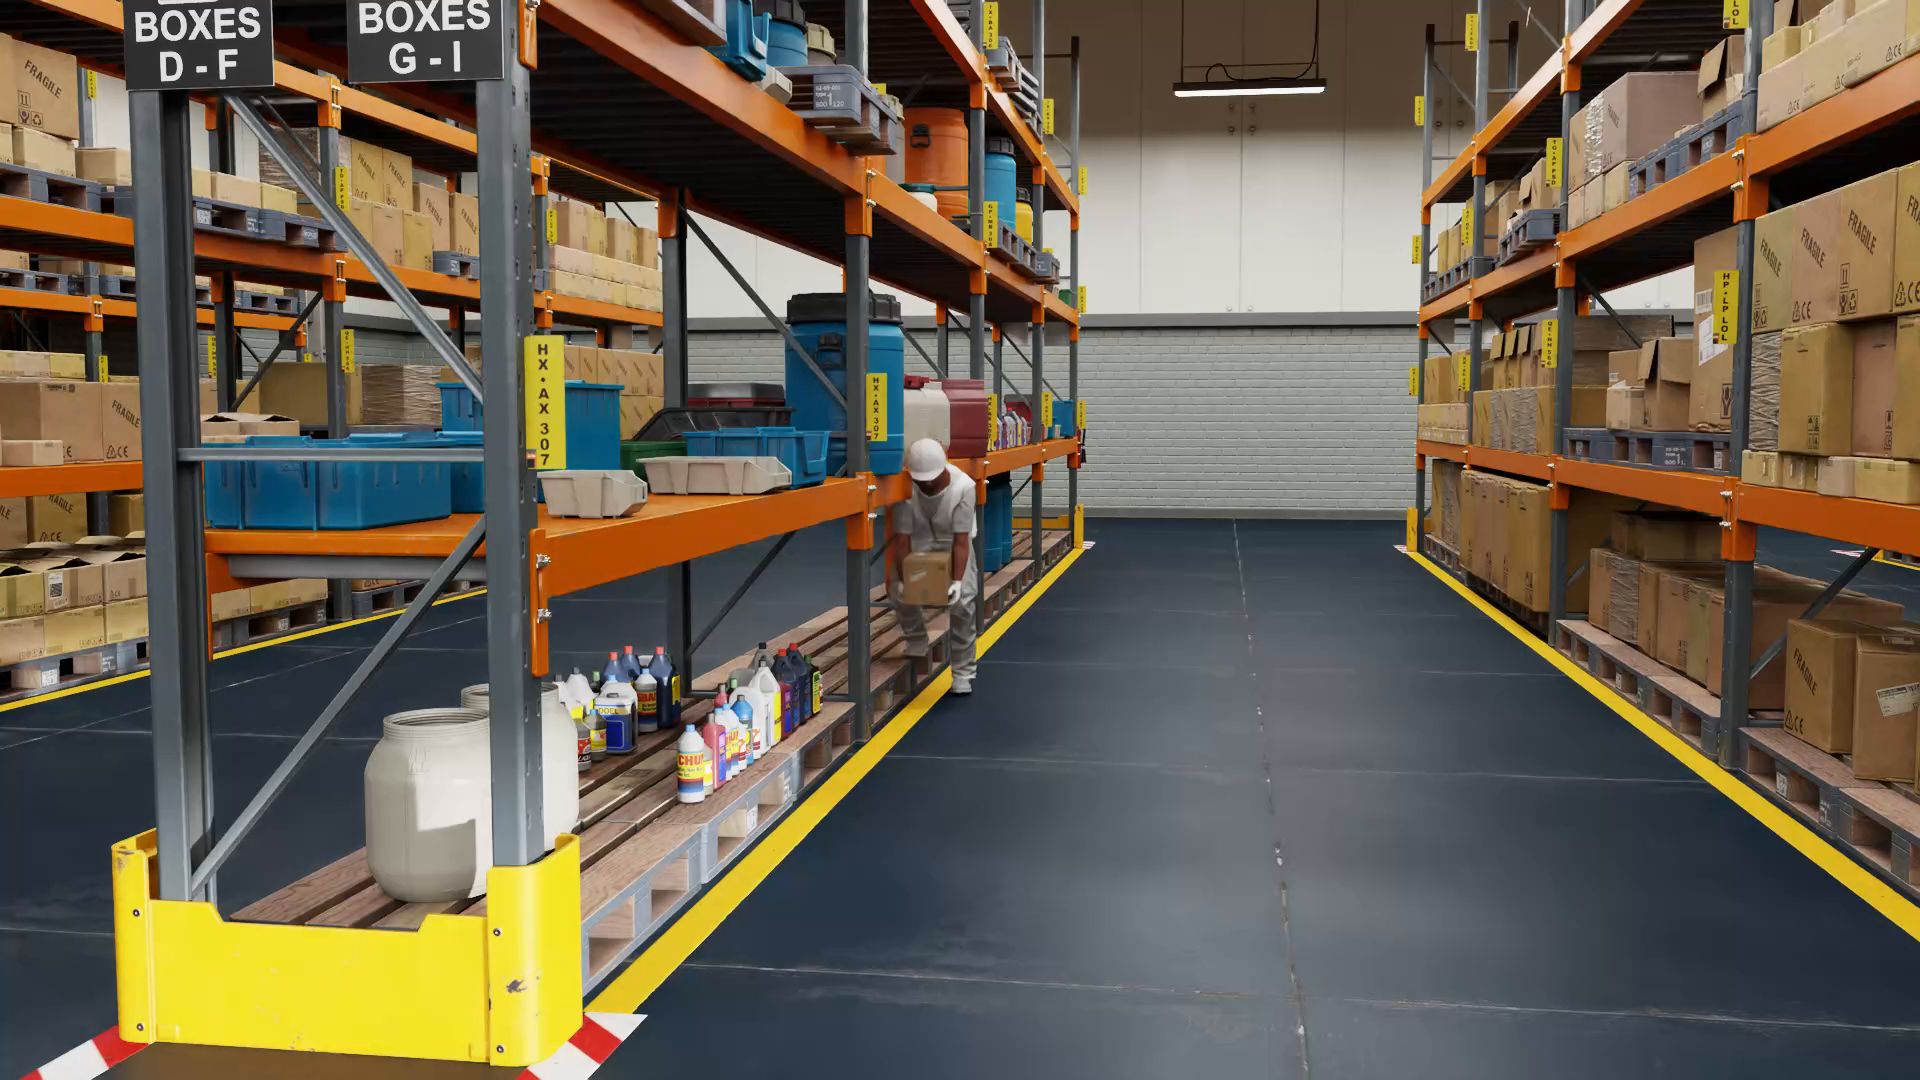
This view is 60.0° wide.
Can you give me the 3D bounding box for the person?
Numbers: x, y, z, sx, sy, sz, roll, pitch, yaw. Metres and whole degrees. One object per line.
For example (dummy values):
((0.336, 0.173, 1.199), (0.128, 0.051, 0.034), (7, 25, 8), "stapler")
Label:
((-0.157, 0.156, 9.412), (0.505, 1.474, 0.862), (1, 4, 8), "person")
